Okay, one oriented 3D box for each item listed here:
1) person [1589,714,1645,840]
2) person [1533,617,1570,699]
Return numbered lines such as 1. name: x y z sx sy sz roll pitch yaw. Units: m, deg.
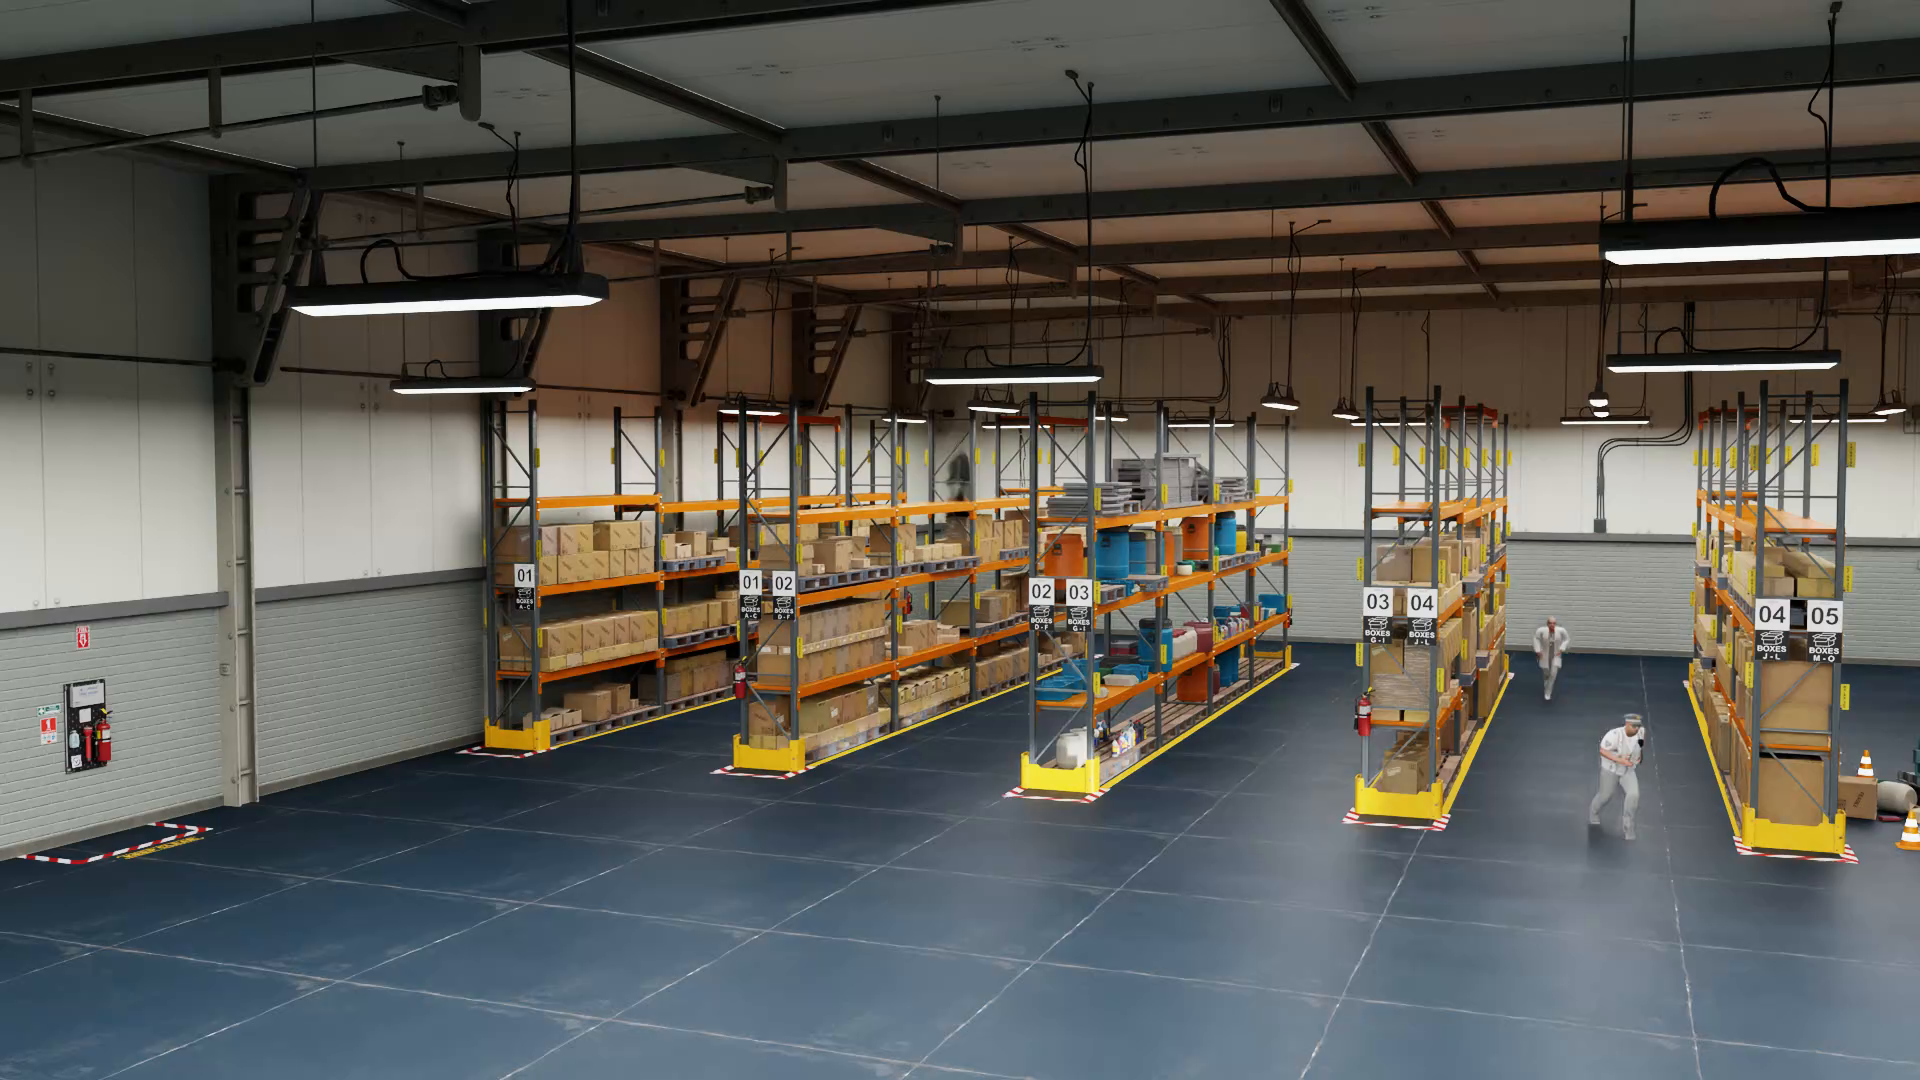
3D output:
1. person: 8.749 3.110 22.177 0.707 1.721 1.021 -1 3 -12
2. person: 12.370 2.453 34.828 0.712 1.726 0.882 1 3 13
